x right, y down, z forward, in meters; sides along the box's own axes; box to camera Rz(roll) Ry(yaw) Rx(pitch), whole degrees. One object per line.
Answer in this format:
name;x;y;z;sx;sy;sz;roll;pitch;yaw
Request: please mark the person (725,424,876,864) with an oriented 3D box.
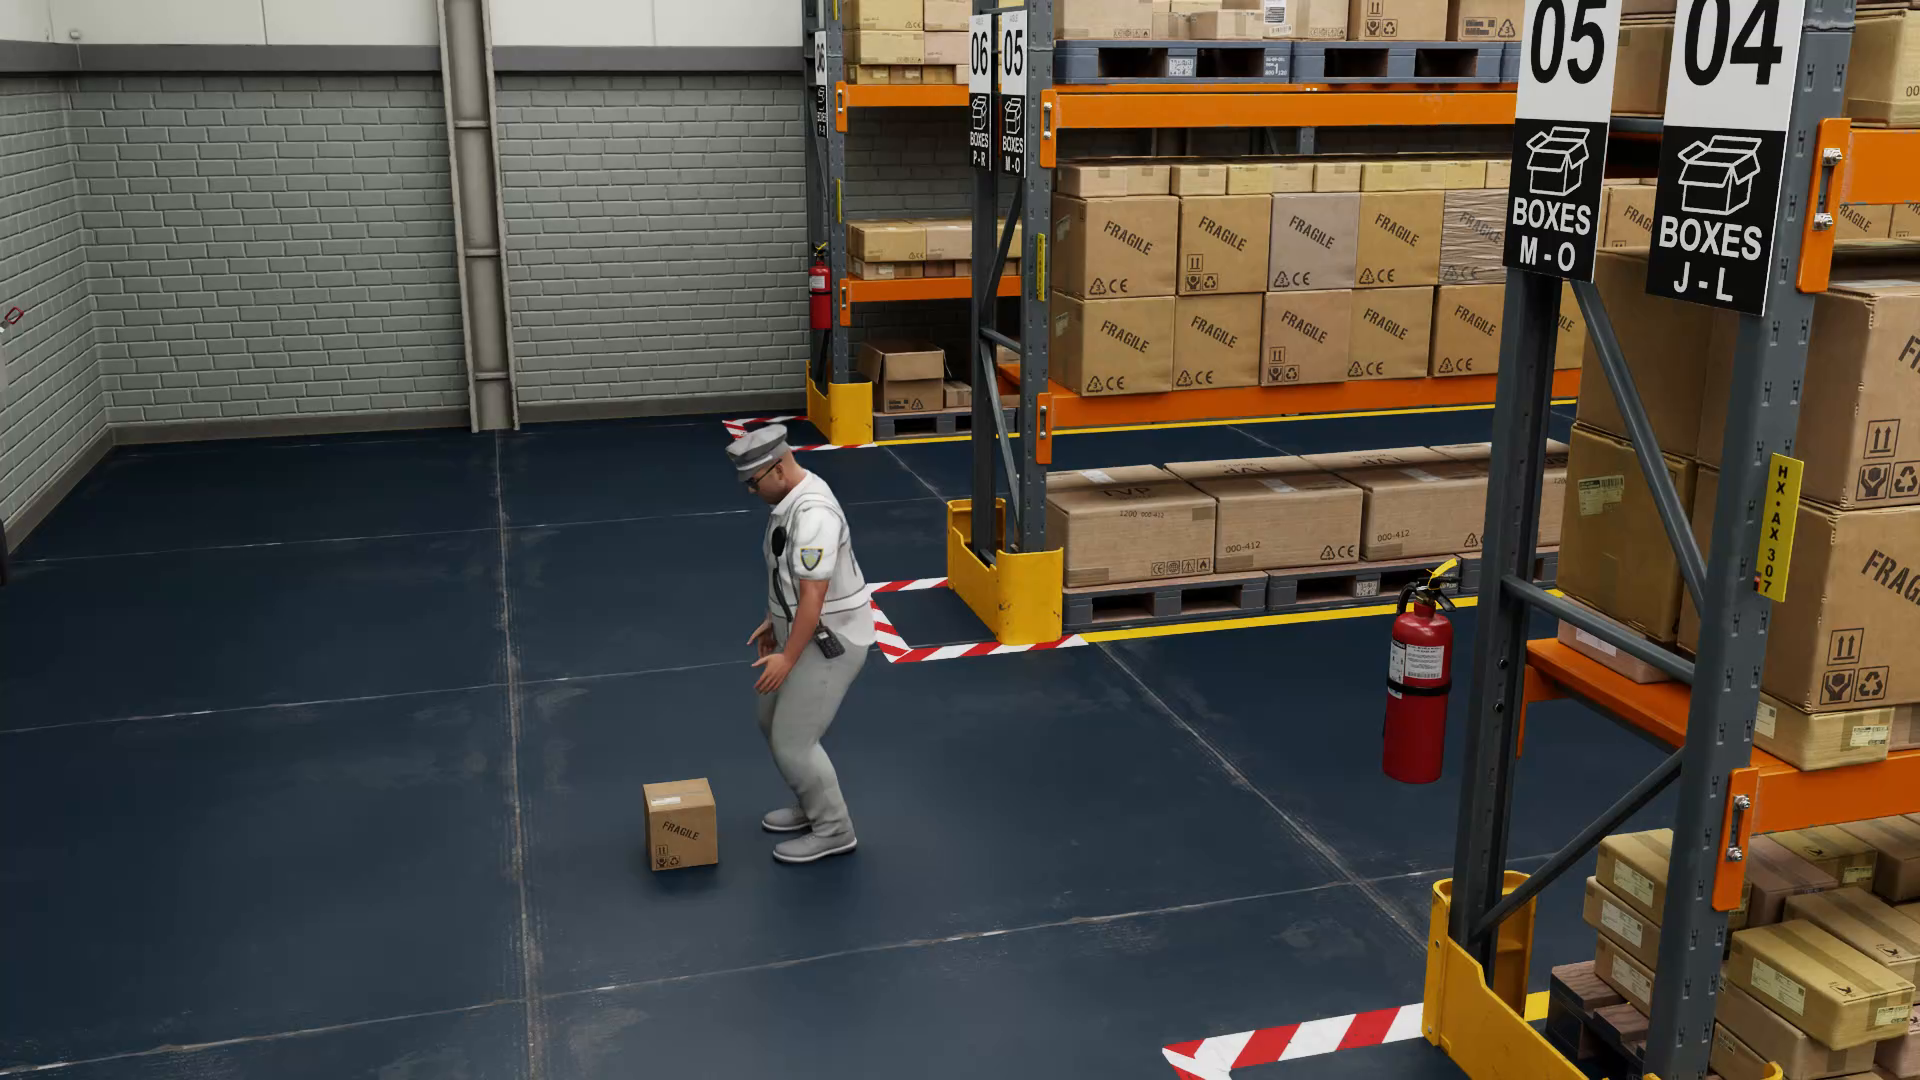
person;-0.594;0.388;6.313;0.539;1.678;0.564;-4;16;-14
